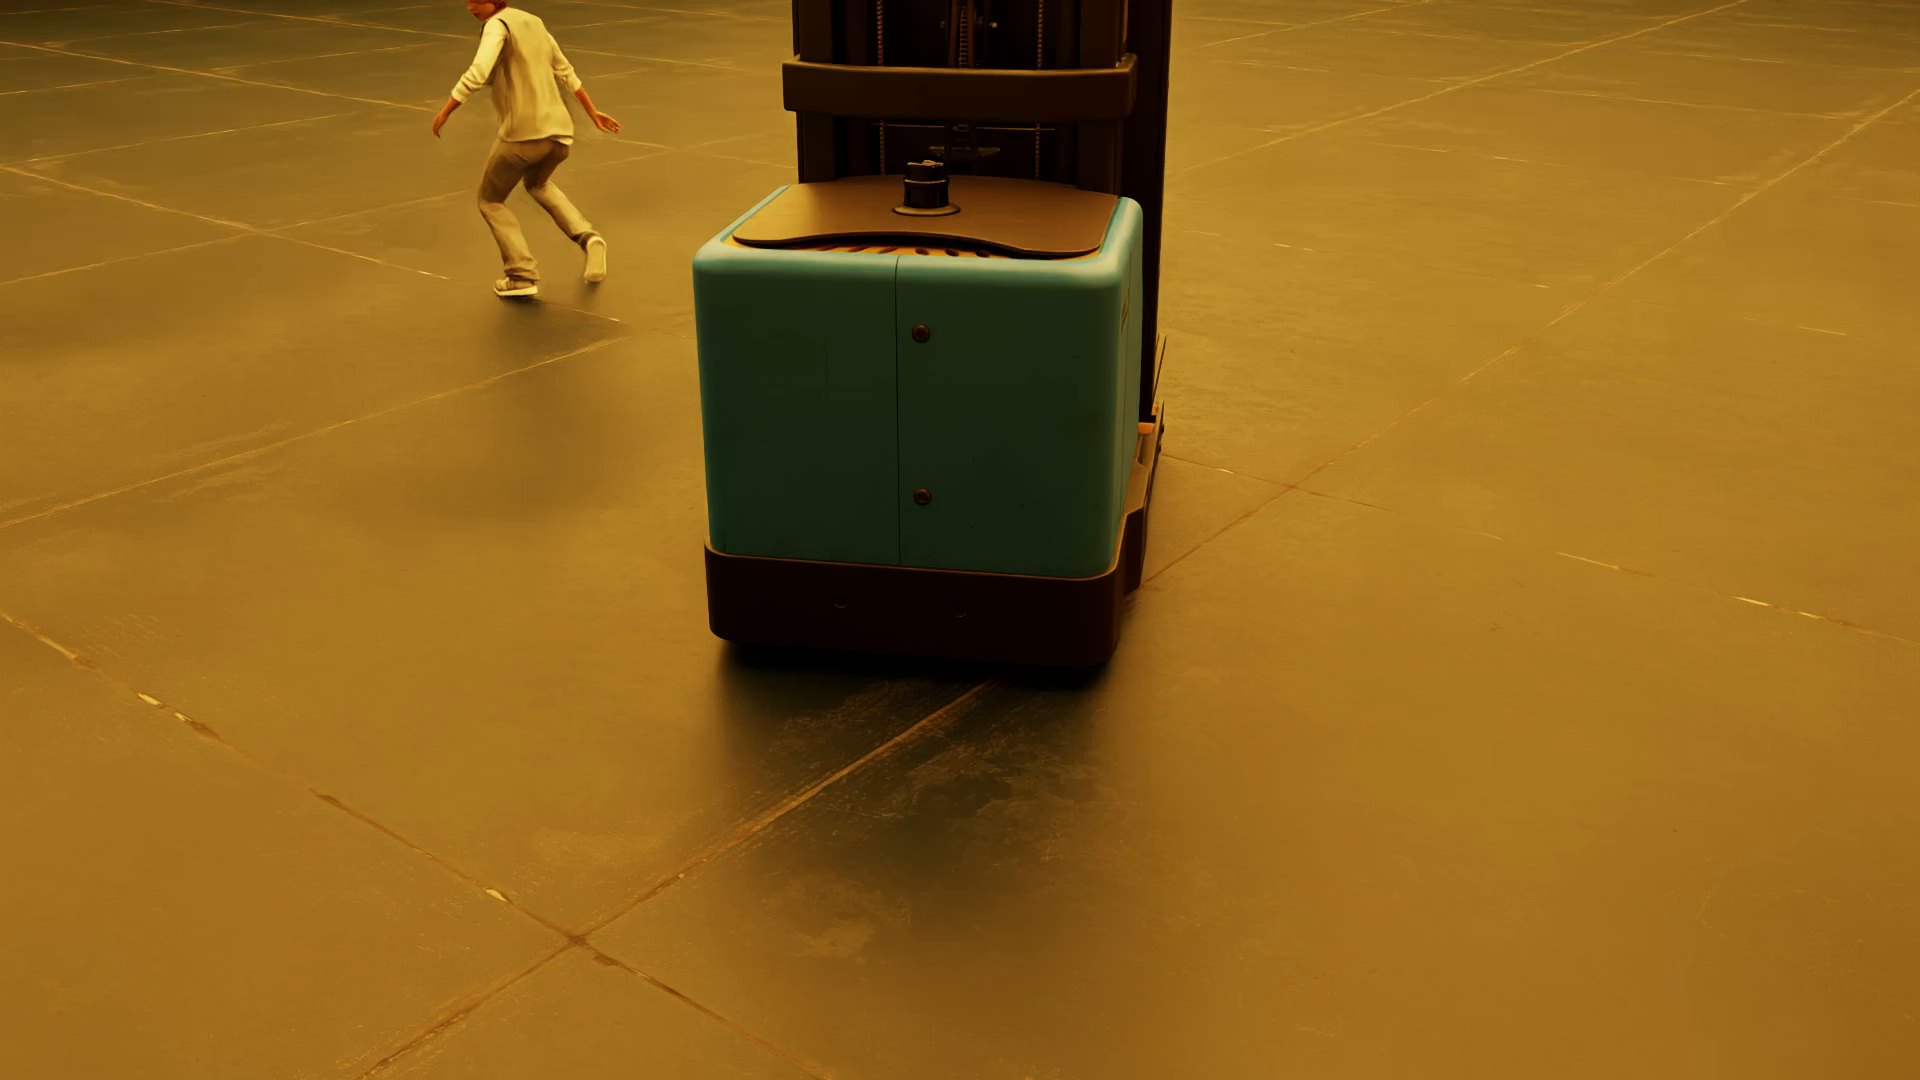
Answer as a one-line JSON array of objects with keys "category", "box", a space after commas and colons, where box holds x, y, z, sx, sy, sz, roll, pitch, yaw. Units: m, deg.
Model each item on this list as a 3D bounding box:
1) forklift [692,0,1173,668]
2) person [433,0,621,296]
[{"category": "forklift", "box": [0.101, -1.584, 4.983, 1.130, 2.935, 3.031, 4, 24, 9]}, {"category": "person", "box": [-1.915, -1.831, 7.491, 0.445, 1.453, 0.843, 13, 27, 27]}]
